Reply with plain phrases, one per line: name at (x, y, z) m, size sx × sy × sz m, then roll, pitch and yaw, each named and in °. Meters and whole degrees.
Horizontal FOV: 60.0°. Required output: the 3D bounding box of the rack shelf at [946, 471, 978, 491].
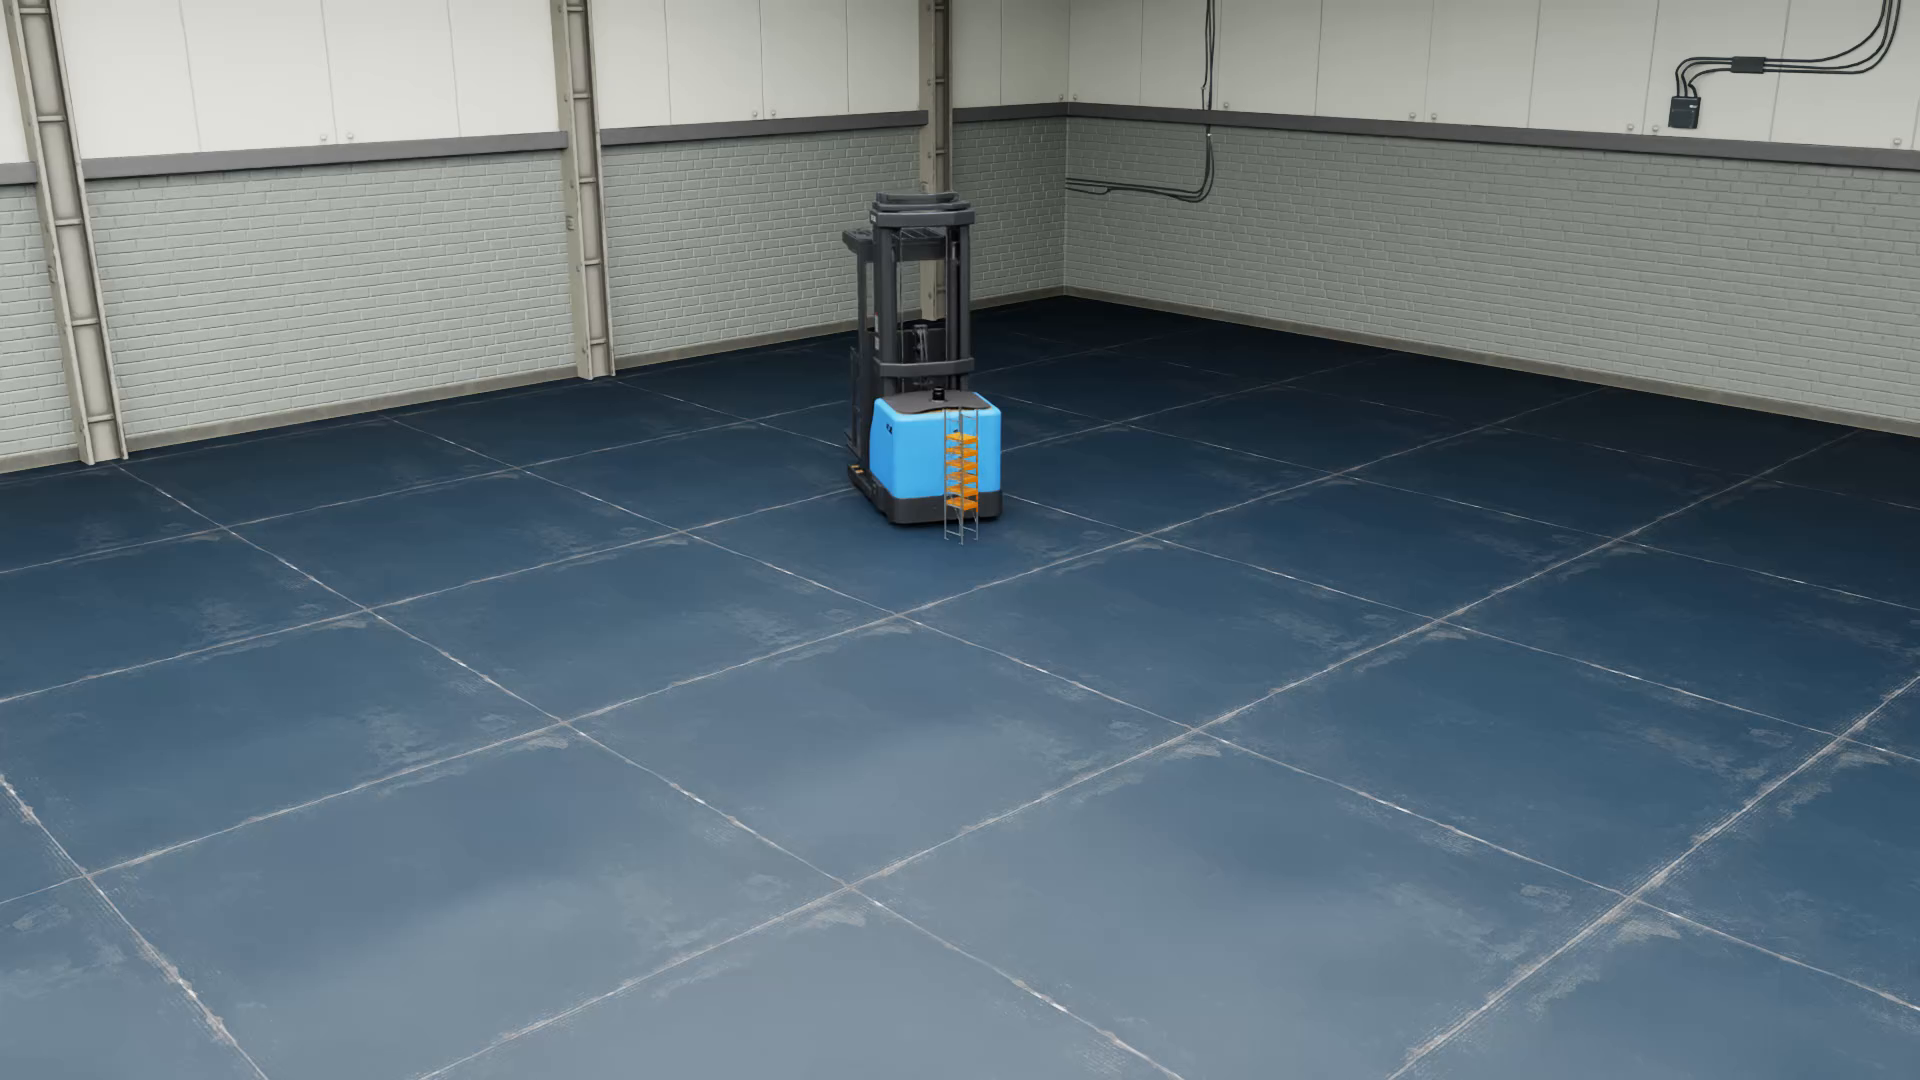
rack shelf at (0.011, -0.532, 14.823) m, size 0.180 × 0.103 × 0.258 m, roll -16°, pitch 24°, yaw -41°

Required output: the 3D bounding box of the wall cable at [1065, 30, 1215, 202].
wall cable at (2.693, -6.534, 25.580) m, size 0.112 × 2.526 × 3.097 m, roll -16°, pitch 24°, yaw -41°

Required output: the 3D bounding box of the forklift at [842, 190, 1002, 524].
forklift at (-0.508, -1.958, 16.272) m, size 1.130 × 2.935 × 3.031 m, roll -5°, pitch 19°, yaw -15°

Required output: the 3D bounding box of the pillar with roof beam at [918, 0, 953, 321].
pillar with roof beam at (2.602, -6.718, 21.114) m, size 0.400 × 9.000 × 9.100 m, roll -16°, pitch 24°, yaw -41°

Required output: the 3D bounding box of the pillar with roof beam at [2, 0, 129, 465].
pillar with roof beam at (-6.117, -4.175, 13.272) m, size 0.400 × 9.000 × 9.100 m, roll -16°, pitch 24°, yaw -41°

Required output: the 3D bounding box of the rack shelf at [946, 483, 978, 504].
rack shelf at (0.011, -0.417, 14.860) m, size 0.180 × 0.103 × 0.258 m, roll -16°, pitch 24°, yaw -41°

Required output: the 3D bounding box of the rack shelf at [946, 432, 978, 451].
rack shelf at (0.011, -0.874, 14.712) m, size 0.180 × 0.103 × 0.258 m, roll -16°, pitch 24°, yaw -41°

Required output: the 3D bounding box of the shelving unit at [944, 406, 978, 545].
shelving unit at (0.011, -0.574, 14.809) m, size 0.189 × 1.200 × 0.258 m, roll -16°, pitch 24°, yaw -41°

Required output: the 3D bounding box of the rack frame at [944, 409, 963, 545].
rack frame at (-0.056, -0.554, 14.749) m, size 0.006 × 1.200 × 0.240 m, roll -16°, pitch 24°, yaw -41°

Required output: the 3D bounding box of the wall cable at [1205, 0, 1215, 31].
wall cable at (4.552, -8.330, 22.931) m, size 0.112 × 2.526 × 3.097 m, roll -16°, pitch 24°, yaw -41°

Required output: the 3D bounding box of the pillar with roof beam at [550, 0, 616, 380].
pillar with roof beam at (-1.758, -5.447, 17.193) m, size 0.400 × 9.000 × 9.100 m, roll -16°, pitch 24°, yaw -41°

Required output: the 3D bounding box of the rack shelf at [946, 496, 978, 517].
rack shelf at (0.011, -0.303, 14.897) m, size 0.180 × 0.103 × 0.258 m, roll -16°, pitch 24°, yaw -41°

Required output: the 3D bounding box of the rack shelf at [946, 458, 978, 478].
rack shelf at (0.011, -0.646, 14.786) m, size 0.180 × 0.103 × 0.258 m, roll -16°, pitch 24°, yaw -41°

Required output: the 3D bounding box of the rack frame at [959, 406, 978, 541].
rack frame at (0.077, -0.593, 14.869) m, size 0.006 × 1.200 × 0.240 m, roll -16°, pitch 24°, yaw -41°

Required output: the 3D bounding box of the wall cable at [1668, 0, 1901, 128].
wall cable at (9.204, -7.498, 18.005) m, size 0.169 × 6.003 × 2.305 m, roll -16°, pitch 24°, yaw -41°

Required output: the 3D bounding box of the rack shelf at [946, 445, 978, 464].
rack shelf at (0.011, -0.760, 14.749) m, size 0.180 × 0.103 × 0.258 m, roll -16°, pitch 24°, yaw -41°
